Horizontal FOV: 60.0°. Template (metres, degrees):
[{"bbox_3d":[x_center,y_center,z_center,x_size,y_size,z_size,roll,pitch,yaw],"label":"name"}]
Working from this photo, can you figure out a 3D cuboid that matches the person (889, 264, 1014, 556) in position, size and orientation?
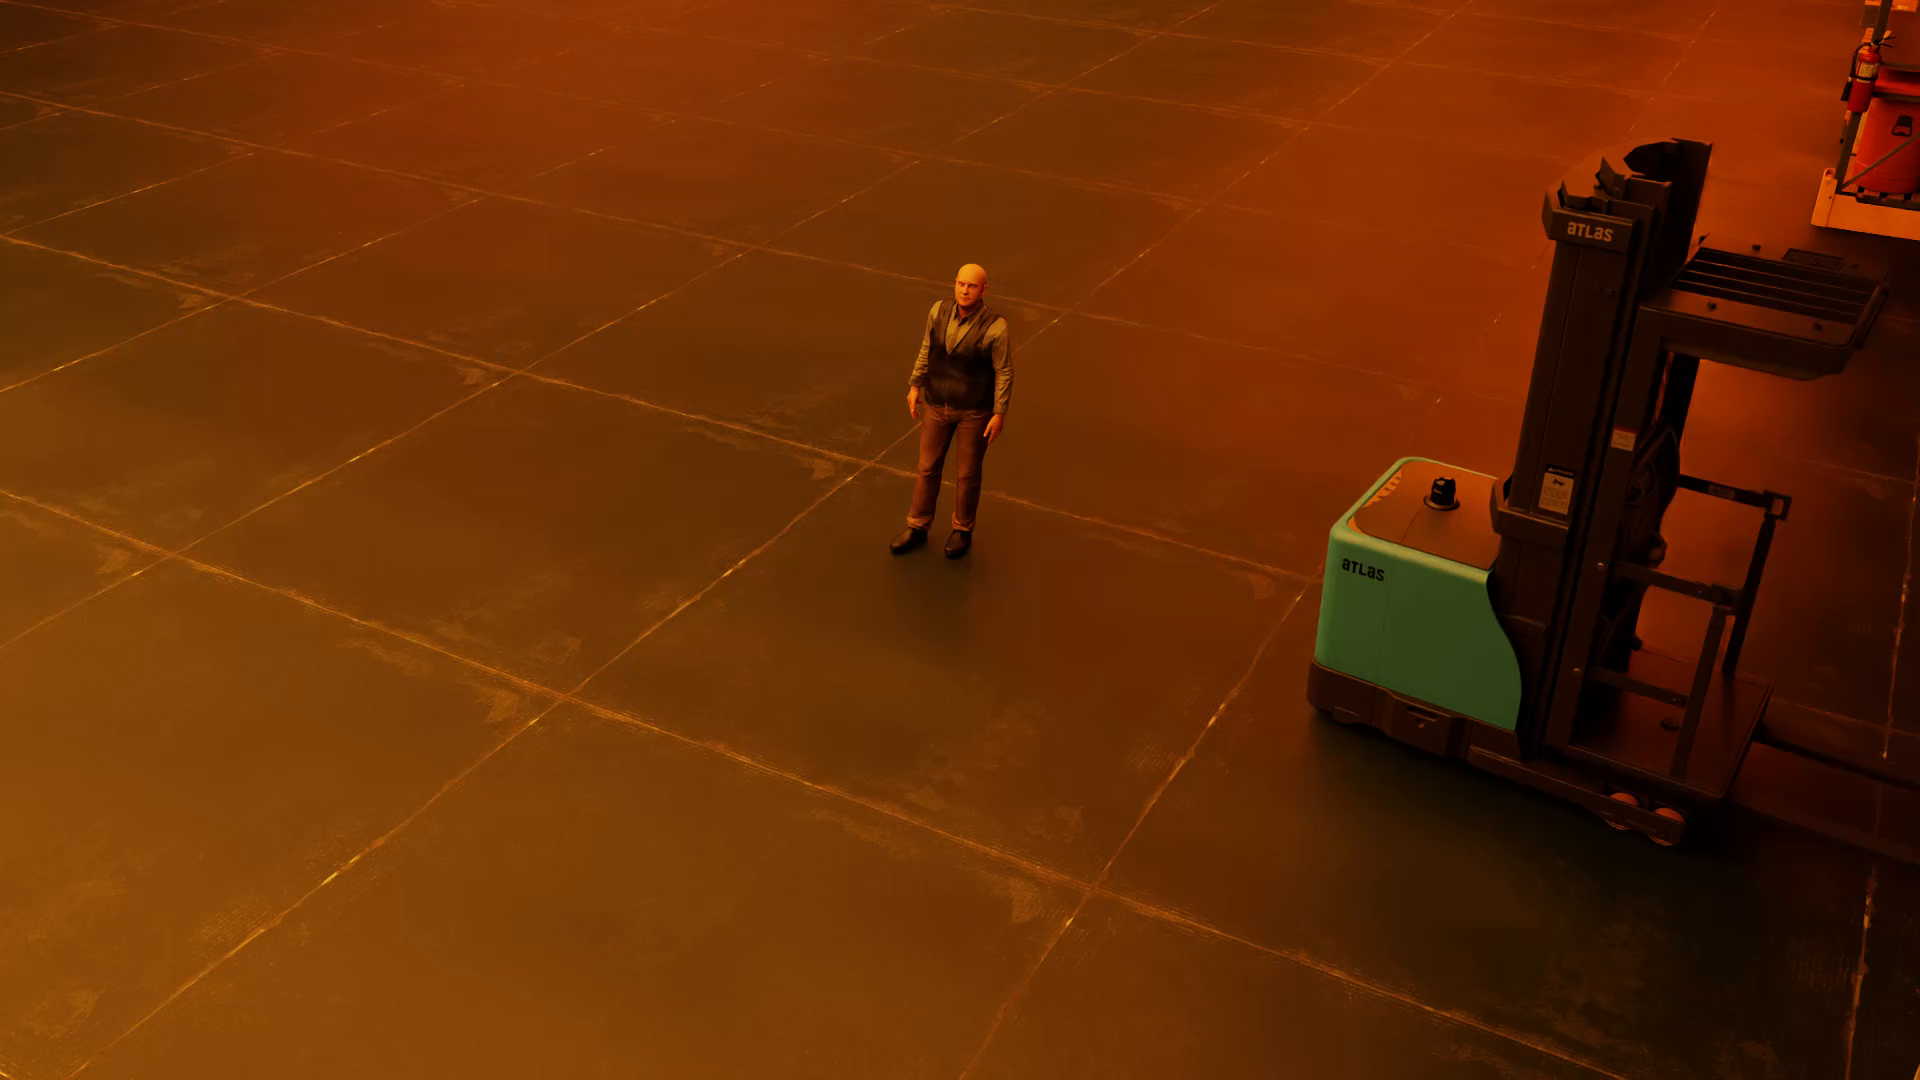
[{"bbox_3d":[-0.037,-0.726,9.524,0.634,1.722,0.566,15,33,25],"label":"person"}]

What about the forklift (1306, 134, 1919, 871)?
[{"bbox_3d":[3.269,-0.180,7.383,3.031,2.935,1.130,19,35,29],"label":"forklift"}]
